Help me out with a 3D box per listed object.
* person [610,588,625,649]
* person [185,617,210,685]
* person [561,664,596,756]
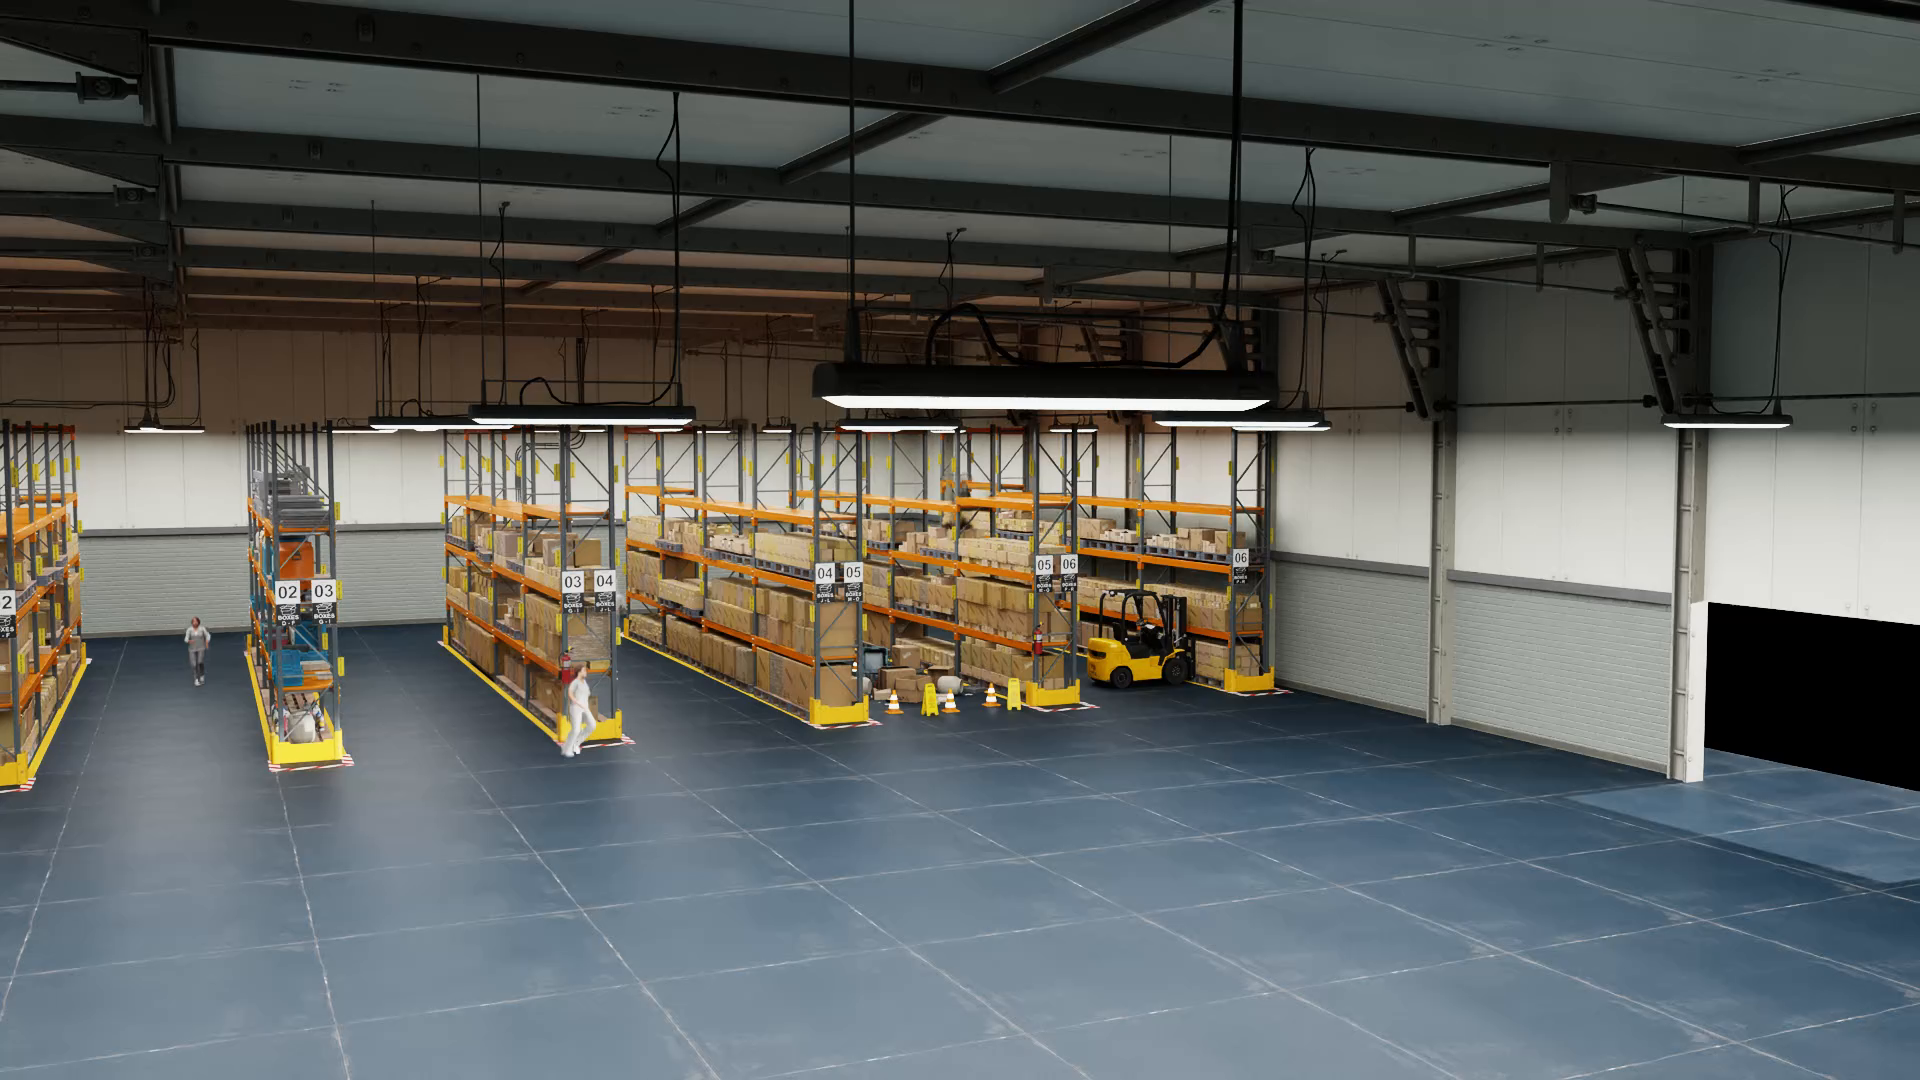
[{"bbox_3d":[-9.294,2.095,44.392,0.693,1.704,0.847,-2,4,-34],"label":"person"},{"bbox_3d":[-17.466,2.539,38.071,0.510,1.570,0.636,-1,4,-17],"label":"person"},{"bbox_3d":[-6.805,3.042,29.868,0.573,1.616,0.623,1,4,22],"label":"person"}]
